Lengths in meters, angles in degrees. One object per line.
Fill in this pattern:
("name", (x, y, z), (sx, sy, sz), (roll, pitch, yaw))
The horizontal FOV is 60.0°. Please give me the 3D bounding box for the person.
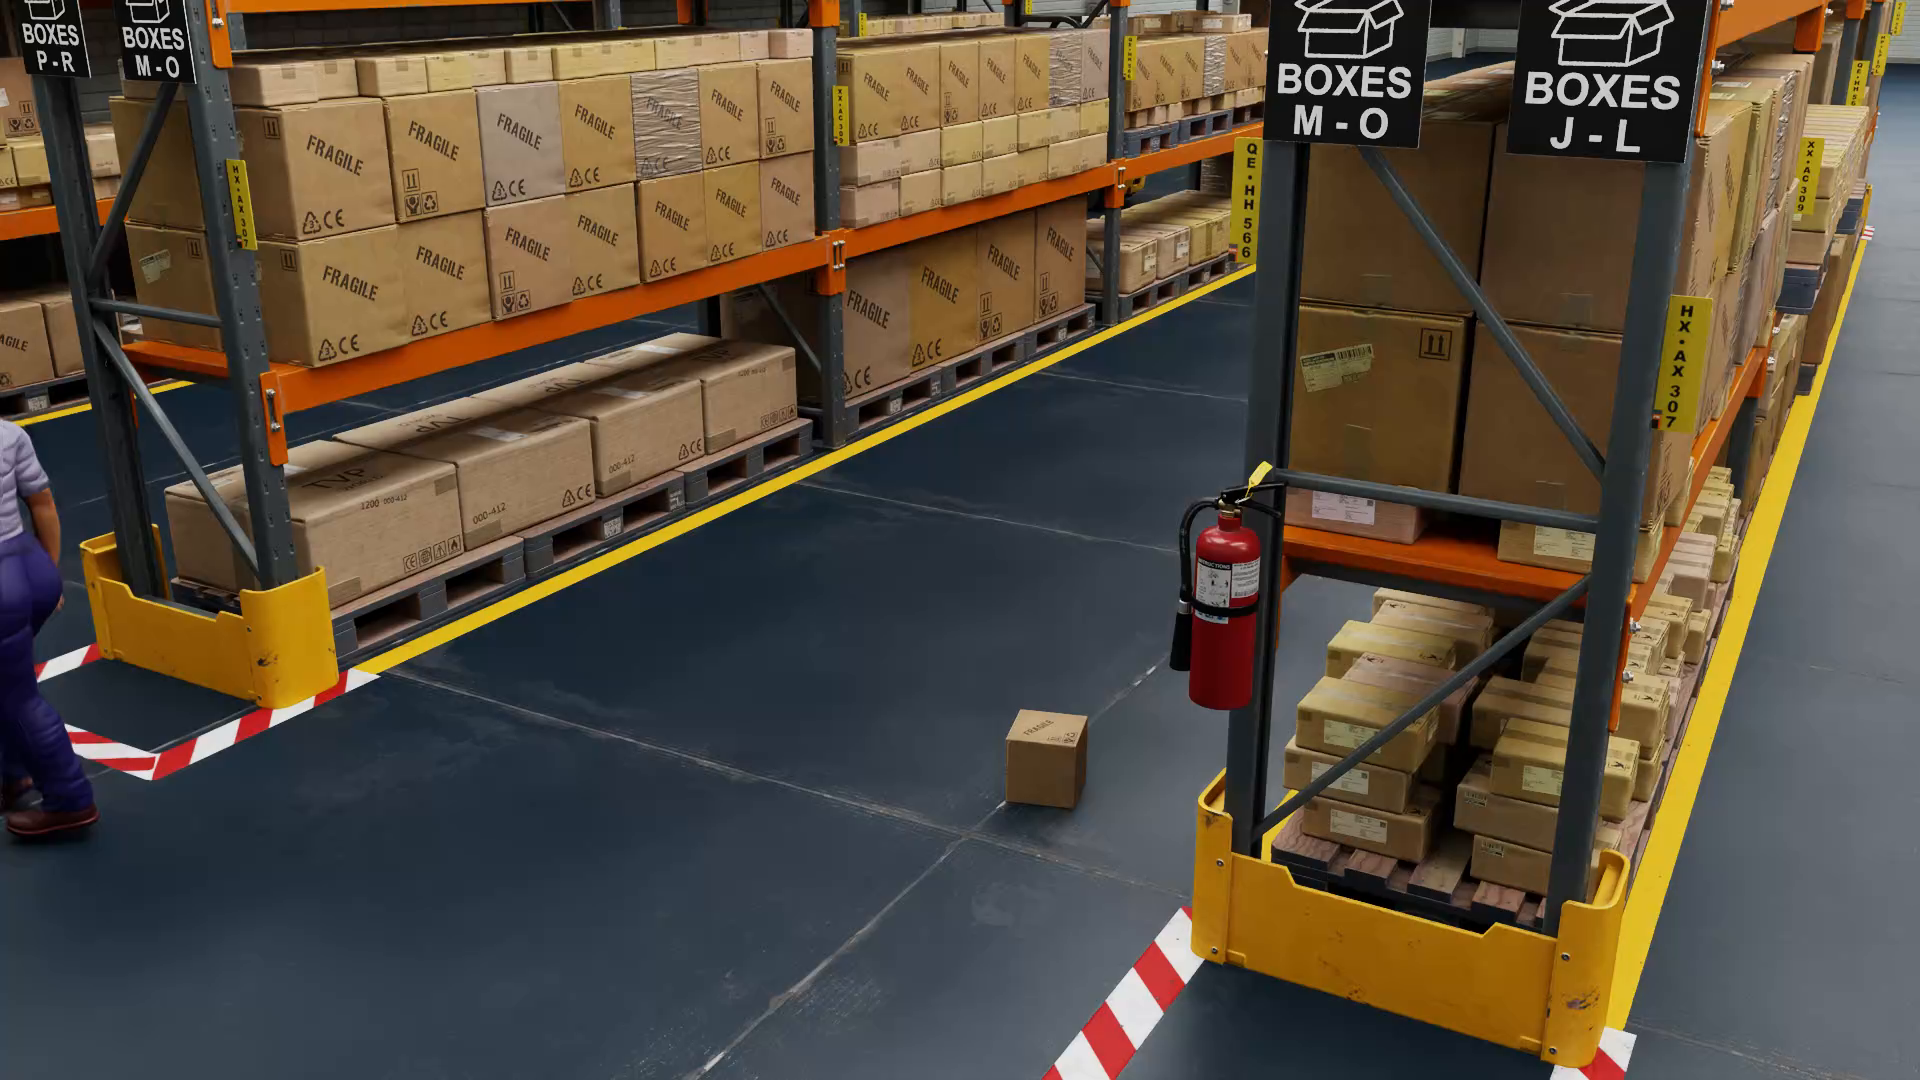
("person", (-3.236, 0.224, 5.538), (0.588, 1.718, 0.498), (2, 20, 5))
